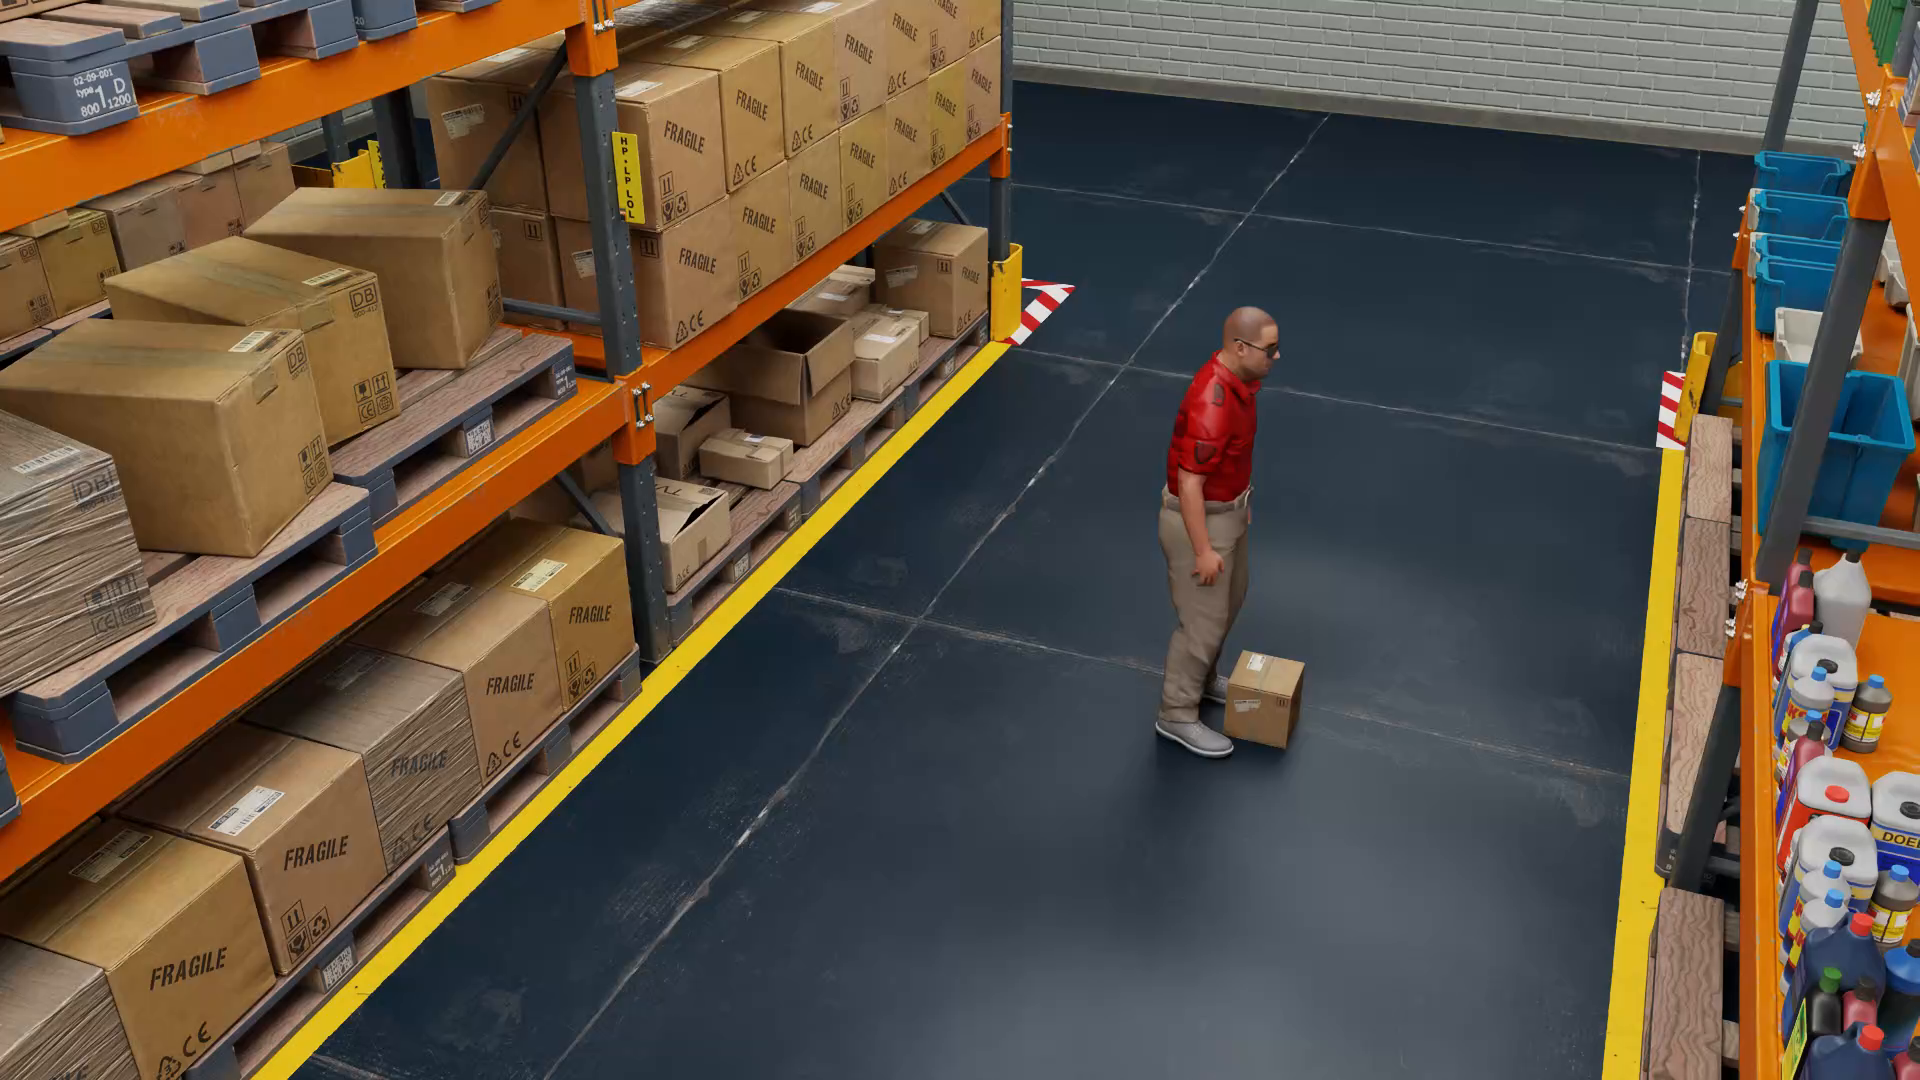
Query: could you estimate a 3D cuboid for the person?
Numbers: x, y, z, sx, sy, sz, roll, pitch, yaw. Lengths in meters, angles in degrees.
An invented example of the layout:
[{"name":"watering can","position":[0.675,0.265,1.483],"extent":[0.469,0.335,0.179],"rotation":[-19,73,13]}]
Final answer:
[{"name":"person","position":[0.959,-0.062,6.250],"extent":[0.390,1.727,0.585],"rotation":[11,31,19]}]
